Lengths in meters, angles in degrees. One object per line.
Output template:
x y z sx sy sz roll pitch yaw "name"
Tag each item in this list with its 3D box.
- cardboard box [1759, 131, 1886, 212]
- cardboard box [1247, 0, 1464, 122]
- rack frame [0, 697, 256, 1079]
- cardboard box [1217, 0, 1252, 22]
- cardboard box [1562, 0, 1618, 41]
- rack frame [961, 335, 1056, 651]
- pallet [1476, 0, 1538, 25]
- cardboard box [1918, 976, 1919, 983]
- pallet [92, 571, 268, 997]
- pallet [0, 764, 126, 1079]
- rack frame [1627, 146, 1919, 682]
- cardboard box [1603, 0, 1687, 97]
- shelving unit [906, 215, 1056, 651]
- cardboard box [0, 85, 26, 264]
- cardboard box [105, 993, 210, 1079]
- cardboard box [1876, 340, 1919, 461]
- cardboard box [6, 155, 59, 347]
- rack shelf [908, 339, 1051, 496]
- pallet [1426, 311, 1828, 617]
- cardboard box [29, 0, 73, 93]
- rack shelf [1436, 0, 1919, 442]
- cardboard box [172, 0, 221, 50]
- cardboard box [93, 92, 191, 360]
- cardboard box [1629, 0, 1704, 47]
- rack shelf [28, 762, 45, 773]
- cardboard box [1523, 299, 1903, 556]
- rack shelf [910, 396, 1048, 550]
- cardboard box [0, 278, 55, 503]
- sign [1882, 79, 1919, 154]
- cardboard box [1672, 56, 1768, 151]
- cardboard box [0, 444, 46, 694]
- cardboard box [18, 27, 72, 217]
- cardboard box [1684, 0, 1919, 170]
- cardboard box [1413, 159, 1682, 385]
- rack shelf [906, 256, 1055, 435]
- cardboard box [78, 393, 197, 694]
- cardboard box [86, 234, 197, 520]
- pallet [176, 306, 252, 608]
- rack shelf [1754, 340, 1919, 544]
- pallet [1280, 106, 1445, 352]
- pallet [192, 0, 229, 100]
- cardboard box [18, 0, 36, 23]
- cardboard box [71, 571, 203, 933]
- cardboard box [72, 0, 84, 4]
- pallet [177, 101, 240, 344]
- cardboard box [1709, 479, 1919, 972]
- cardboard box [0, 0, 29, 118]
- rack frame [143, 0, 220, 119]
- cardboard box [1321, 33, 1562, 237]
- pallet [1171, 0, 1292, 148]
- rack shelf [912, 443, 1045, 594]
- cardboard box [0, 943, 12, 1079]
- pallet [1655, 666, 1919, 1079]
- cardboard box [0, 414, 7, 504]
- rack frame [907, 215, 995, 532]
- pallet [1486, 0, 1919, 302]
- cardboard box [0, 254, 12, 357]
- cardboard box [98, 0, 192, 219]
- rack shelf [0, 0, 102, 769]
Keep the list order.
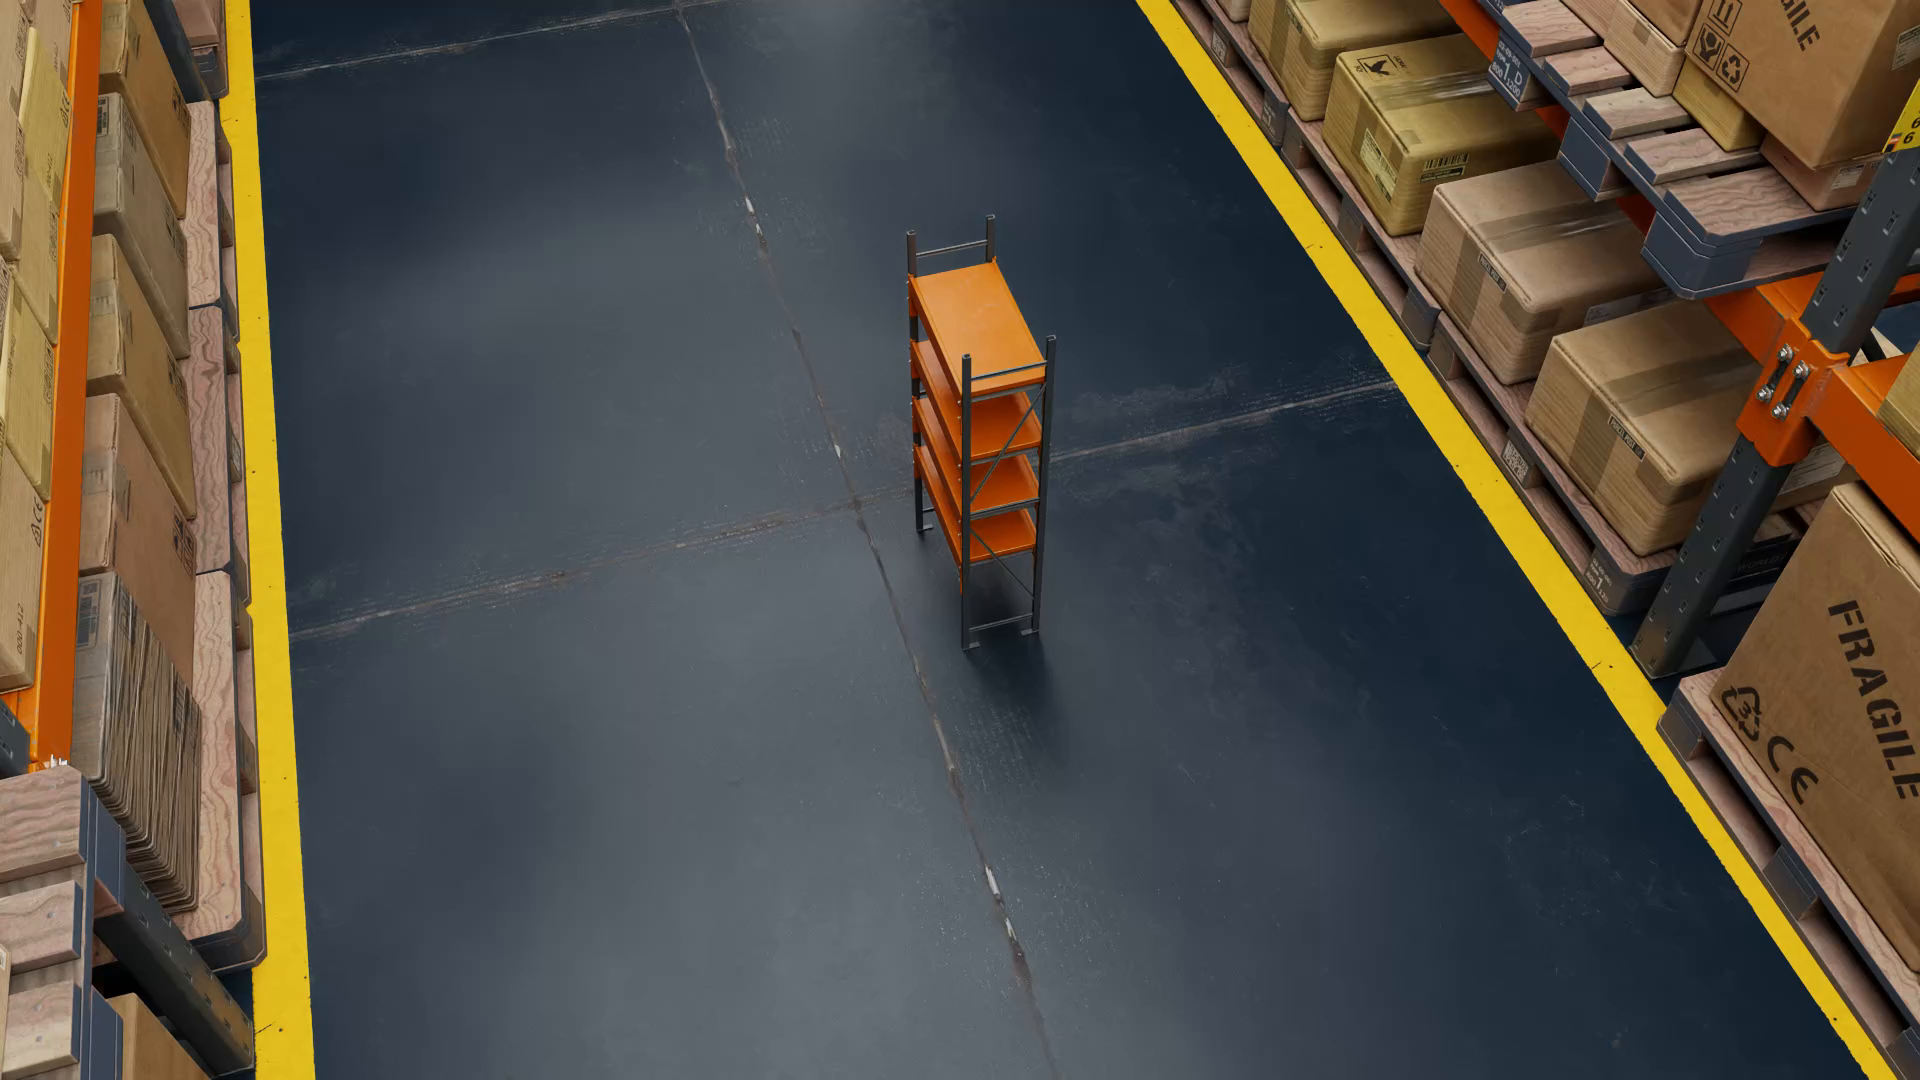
2.170 -0.947 3.976 0.380 0.149 0.250 -12 51 -10 "cardboard box"
1.682 -2.010 6.426 0.950 0.372 0.625 -10 51 -9 "cardboard box"
-2.249 0.418 2.935 1.000 3.000 0.127 -13 51 -11 "rack frame"
1.466 -2.534 6.868 0.950 0.372 0.625 -13 51 -11 "cardboard box"
1.837 -1.486 4.431 0.380 0.149 0.250 -16 52 -13 "cardboard box"
0.121 -0.088 4.539 0.240 1.200 0.015 -13 51 -11 "rack frame"
1.867 -2.081 5.168 1.003 0.211 1.213 -13 51 -11 "pallet"
2.876 1.019 3.544 0.875 0.875 0.875 -13 51 -11 "cardboard box"
-2.455 0.707 4.516 1.003 0.211 1.213 -13 51 -11 "pallet"
-1.982 0.959 2.605 1.213 0.211 1.003 -13 51 -11 "pallet"
2.491 -0.707 3.884 1.000 3.000 0.127 -13 51 -11 "rack frame"
1.904 -1.300 4.274 0.380 0.149 0.250 -14 51 -11 "cardboard box"
0.049 -0.266 4.689 0.258 1.200 0.503 -13 51 -11 "shelving unit"
-2.432 -0.826 3.756 0.500 0.250 0.500 -14 51 -12 "cardboard box"
-1.919 1.349 3.511 0.500 0.500 0.500 -12 51 -10 "cardboard box"
2.396 -0.244 3.592 0.500 0.250 0.500 -14 51 -12 "cardboard box"
-2.450 -0.656 3.939 0.500 0.250 0.500 -15 51 -12 "cardboard box"
0.049 -0.367 4.570 0.258 0.148 0.480 -13 51 -11 "rack shelf"
2.262 -0.379 5.431 1.003 0.211 1.213 -13 51 -11 "pallet"
-2.762 -1.410 4.575 0.500 0.250 0.500 -13 51 -11 "cardboard box"
1.900 -1.935 5.390 1.077 0.370 4.000 -13 51 -11 "rack shelf"
-3.259 -2.180 6.650 0.500 0.250 0.500 -13 51 -11 "cardboard box"
-3.045 -0.926 5.347 0.875 0.625 0.625 -14 51 -11 "cardboard box"
1.928 -1.614 4.114 0.500 0.500 0.500 -14 51 -12 "cardboard box"
-1.658 2.111 1.979 1.077 0.370 4.000 -13 51 -11 "rack shelf"
2.334 -0.410 5.078 0.950 0.372 0.625 -16 52 -13 "cardboard box"
0.049 -0.222 4.741 0.258 0.148 0.480 -13 51 -11 "rack shelf"
-2.291 -0.281 3.623 0.500 0.250 0.500 -14 51 -12 "cardboard box"
1.976 -0.925 3.362 0.100 0.325 0.005 -13 51 -11 "sign"
2.021 -1.127 4.128 0.380 0.149 0.250 -13 51 -10 "cardboard box"
-2.147 0.087 3.312 0.500 0.250 0.500 -13 51 -11 "cardboard box"
-2.602 -1.035 4.259 0.500 0.250 0.500 -12 51 -10 "cardboard box"
2.091 -1.239 3.798 0.500 0.500 0.500 -15 51 -12 "cardboard box"
2.108 -0.947 5.530 0.950 0.372 0.625 -14 51 -12 "cardboard box"
0.049 -0.519 4.389 0.258 0.148 0.480 -13 51 -11 "rack shelf"
-2.621 0.114 4.470 0.875 0.625 0.625 -12 51 -10 "cardboard box"
-2.821 -0.377 4.885 0.875 0.625 0.625 -15 52 -12 "cardboard box"
-2.812 -0.182 5.266 1.003 0.211 1.213 -13 51 -11 "pallet"
3.083 0.986 2.927 1.077 0.370 4.000 -13 51 -11 "rack shelf"
1.905 -1.268 6.181 1.003 0.211 1.213 -13 51 -11 "pallet"
-3.627 -2.195 6.962 1.003 0.211 1.213 -13 51 -11 "pallet"
-2.738 -1.566 4.380 0.500 0.250 0.500 -12 51 -10 "cardboard box"
-2.421 0.590 4.069 0.875 0.625 0.625 -12 51 -10 "cardboard box"
-2.879 -1.780 4.887 0.500 0.250 0.500 -14 51 -11 "cardboard box"
-3.177 -1.075 6.018 1.003 0.211 1.213 -13 51 -11 "pallet"
2.616 0.366 4.094 0.875 0.875 0.875 -14 51 -11 "cardboard box"
-2.607 -1.193 4.065 0.500 0.250 0.500 -13 51 -10 "cardboard box"
-3.432 -2.503 5.398 1.000 3.000 0.127 -13 51 -11 "rack frame"
1.889 -1.502 5.998 0.950 0.372 0.625 -12 51 -10 "cardboard box"
1.540 -2.161 6.934 1.003 0.211 1.213 -13 51 -11 "pallet"
0.049 -0.094 4.893 0.258 0.148 0.480 -13 51 -11 "rack shelf"
-1.688 0.757 2.539 0.380 0.149 0.250 -12 51 -10 "cardboard box"
2.653 0.785 4.450 1.003 0.211 1.213 -13 51 -11 "pallet"
-2.123 -0.079 3.126 0.500 0.250 0.500 -13 51 -11 "cardboard box"
-0.023 -0.444 4.840 0.240 1.200 0.015 -13 51 -11 "rack frame"
2.179 -1.141 4.376 1.213 0.211 1.003 -13 51 -11 "pallet"
-2.294 -0.440 3.430 0.500 0.250 0.500 -12 51 -10 "cardboard box"
-3.267 -1.494 5.826 0.875 0.625 0.625 -11 51 -9 "cardboard box"
-2.841 -0.810 4.442 1.077 0.370 4.000 -13 51 -11 "rack shelf"
